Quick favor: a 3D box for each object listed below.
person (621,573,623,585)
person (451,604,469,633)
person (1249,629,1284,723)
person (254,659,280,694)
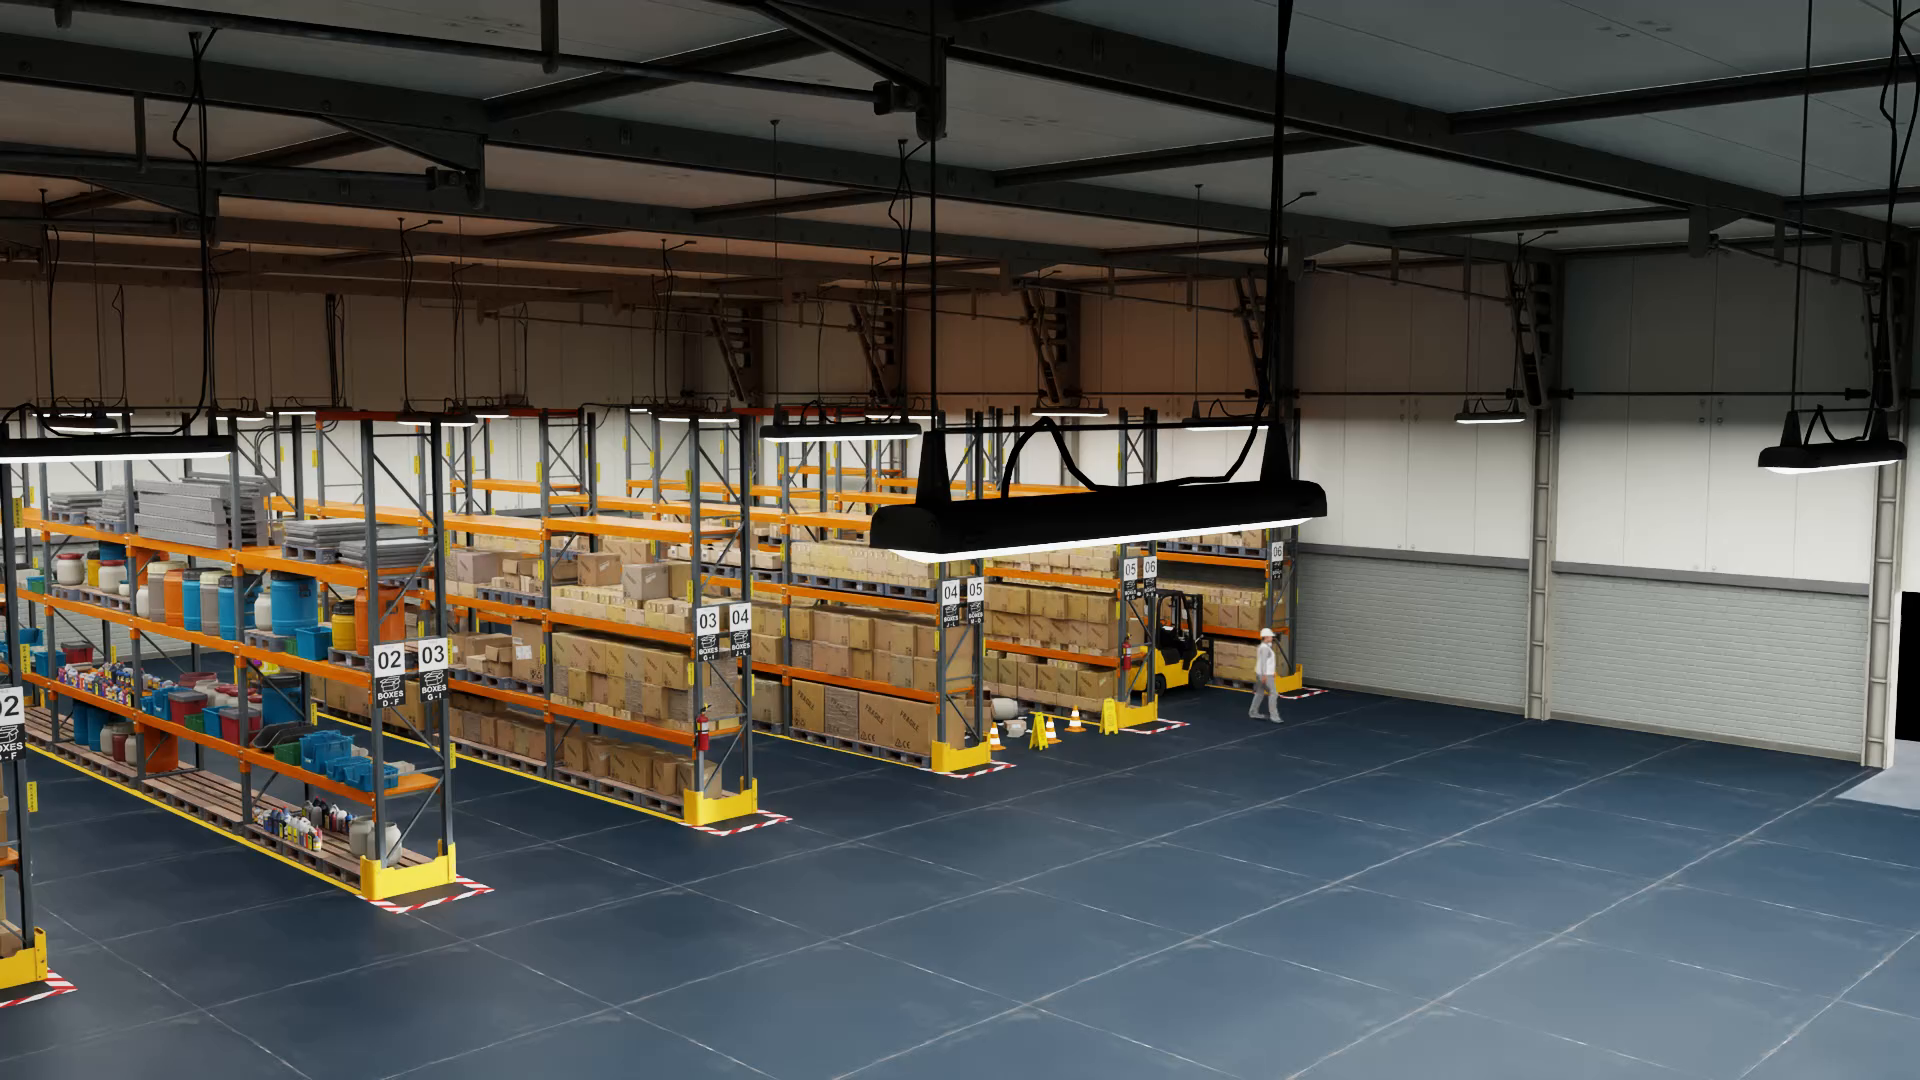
[{"bbox_3d":[-9.398,1.321,47.091,0.532,1.710,0.431,2,5,20],"label":"person"},{"bbox_3d":[-12.058,1.924,40.242,0.566,1.701,0.999,4,6,38],"label":"person"},{"bbox_3d":[5.925,2.624,32.173,0.645,1.829,0.558,0,5,-3],"label":"person"},{"bbox_3d":[-13.230,2.638,31.816,0.531,1.706,1.071,-4,6,-37],"label":"person"}]
